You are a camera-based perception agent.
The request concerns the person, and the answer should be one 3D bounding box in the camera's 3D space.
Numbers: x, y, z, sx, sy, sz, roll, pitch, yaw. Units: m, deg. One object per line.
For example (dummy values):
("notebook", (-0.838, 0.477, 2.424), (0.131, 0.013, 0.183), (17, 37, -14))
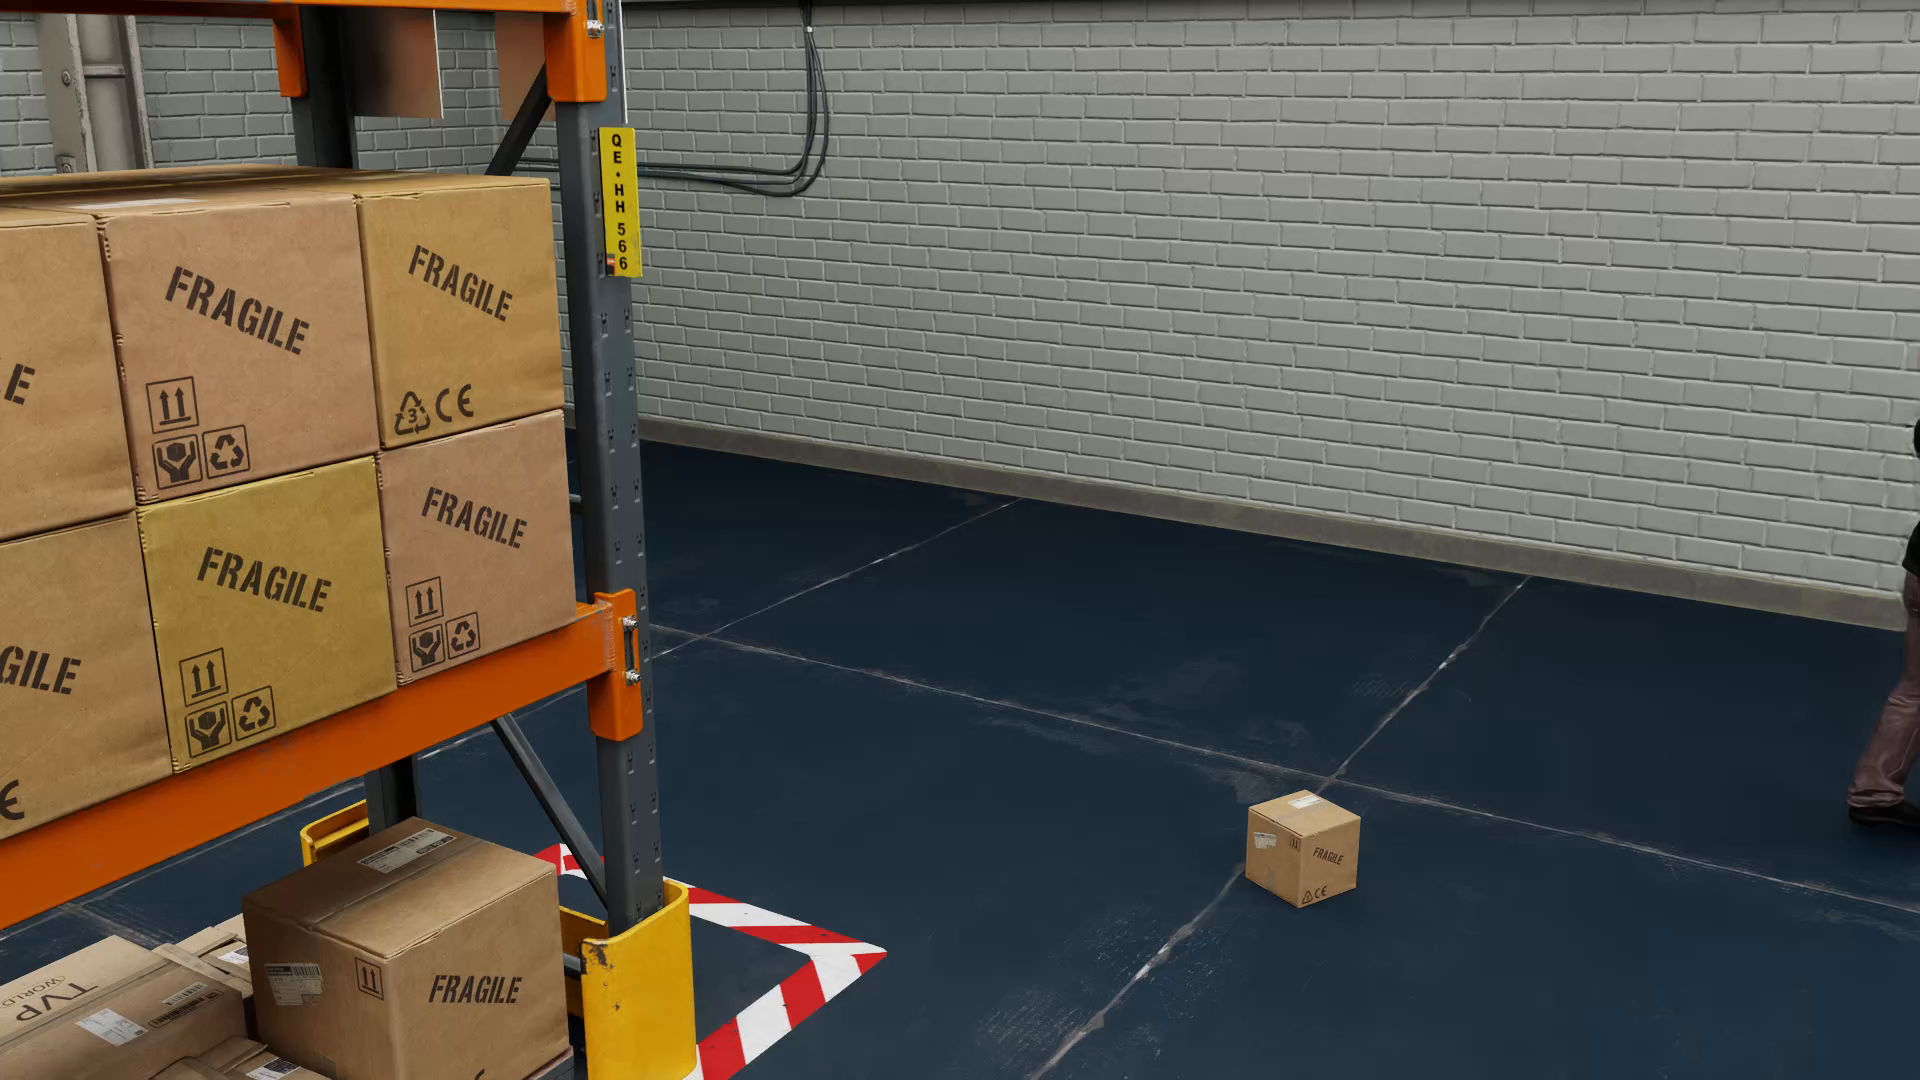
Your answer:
("person", (3.329, 0.206, 5.433), (0.595, 1.785, 0.571), (0, 16, 0))
